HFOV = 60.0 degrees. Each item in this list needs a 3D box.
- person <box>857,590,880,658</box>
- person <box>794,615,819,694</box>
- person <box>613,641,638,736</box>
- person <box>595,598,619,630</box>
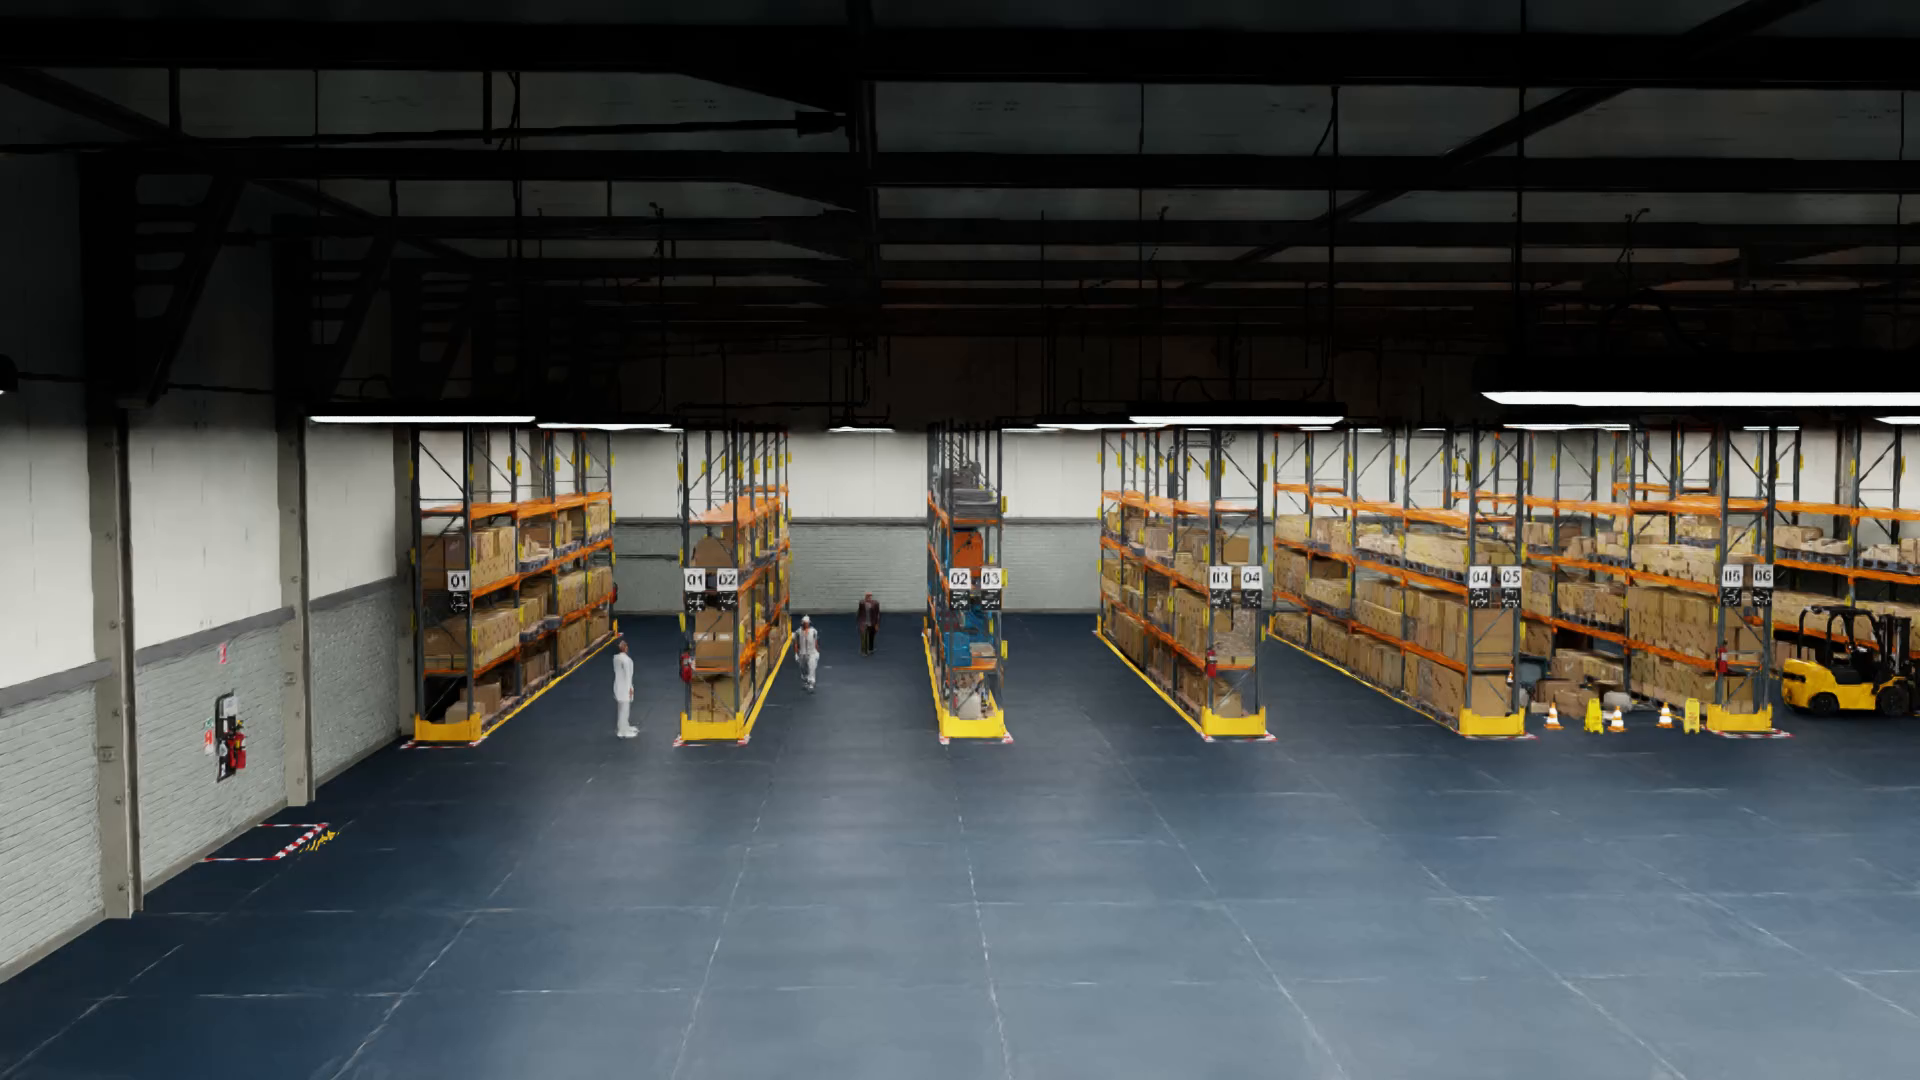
[{"bbox_3d":[-2.332,2.185,42.571,0.588,1.590,1.193,0,4,-5],"label":"person"},{"bbox_3d":[-3.396,2.501,36.735,0.553,1.709,1.123,0,4,0],"label":"person"},{"bbox_3d":[-6.326,2.856,31.529,0.504,1.669,0.640,-2,4,-34],"label":"person"},{"bbox_3d":[-10.314,1.755,48.109,0.550,1.756,0.759,2,4,31],"label":"person"}]
